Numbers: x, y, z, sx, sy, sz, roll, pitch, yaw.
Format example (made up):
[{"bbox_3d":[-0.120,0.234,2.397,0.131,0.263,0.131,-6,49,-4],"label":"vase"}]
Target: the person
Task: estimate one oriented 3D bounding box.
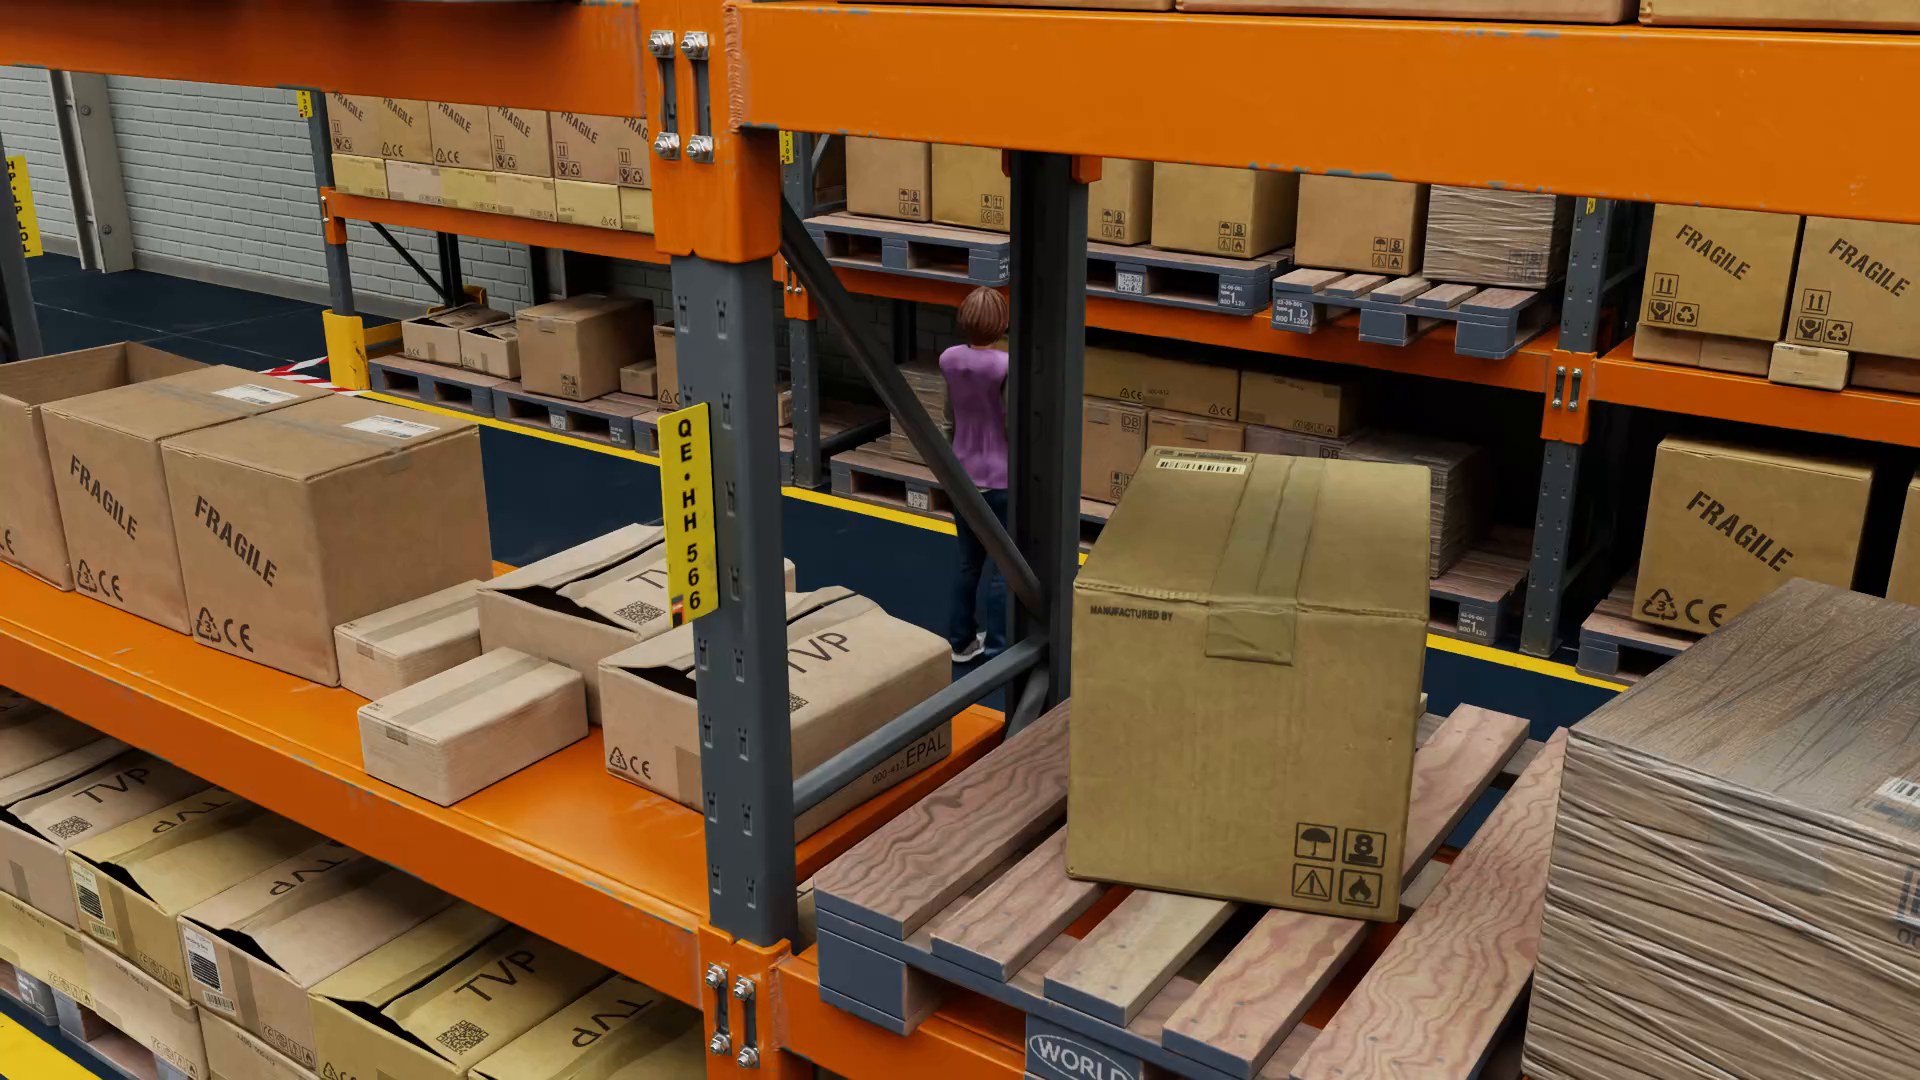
[{"bbox_3d":[0.101,-0.225,6.743,0.406,1.624,0.326,14,24,33],"label":"person"}]
